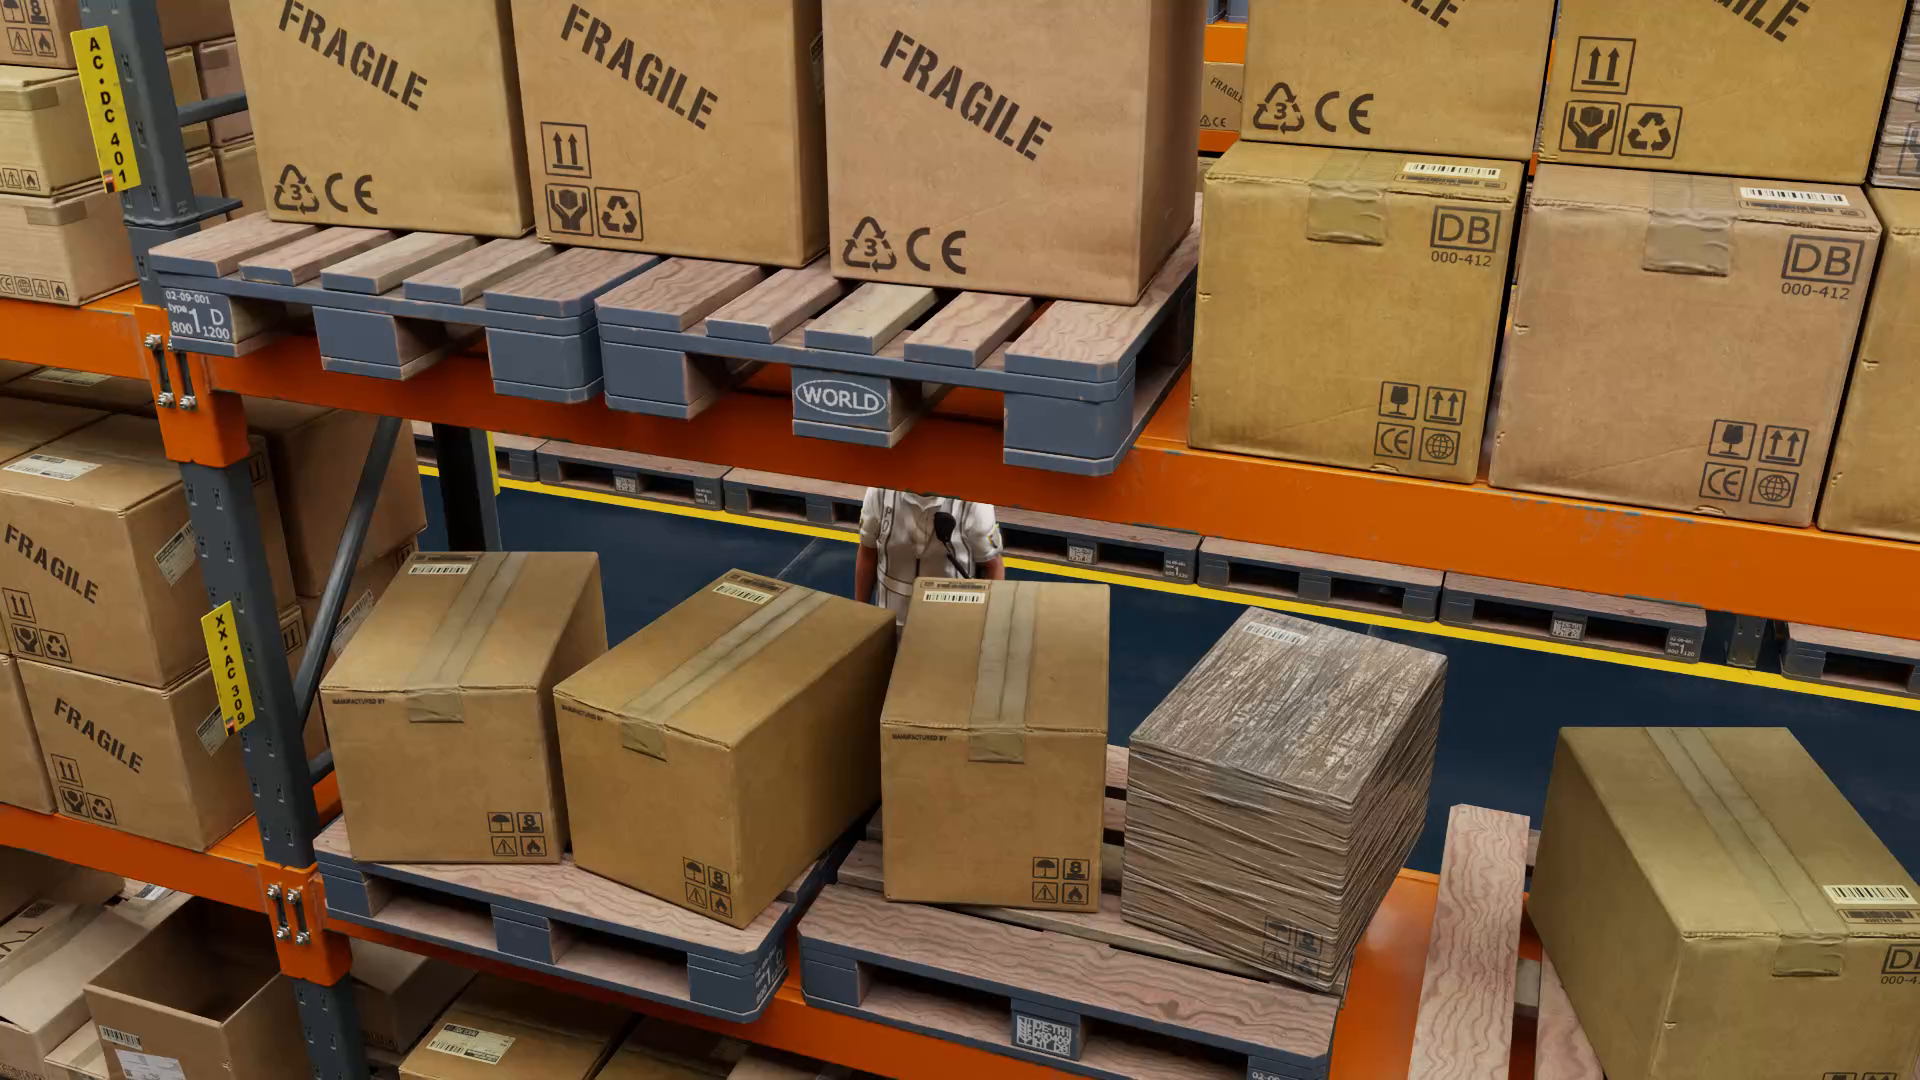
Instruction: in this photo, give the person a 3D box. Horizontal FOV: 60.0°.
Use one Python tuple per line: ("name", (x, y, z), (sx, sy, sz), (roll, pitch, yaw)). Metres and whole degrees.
("person", (-0.127, 0.309, 6.453), (0.606, 1.751, 0.429), (7, 27, 15))
